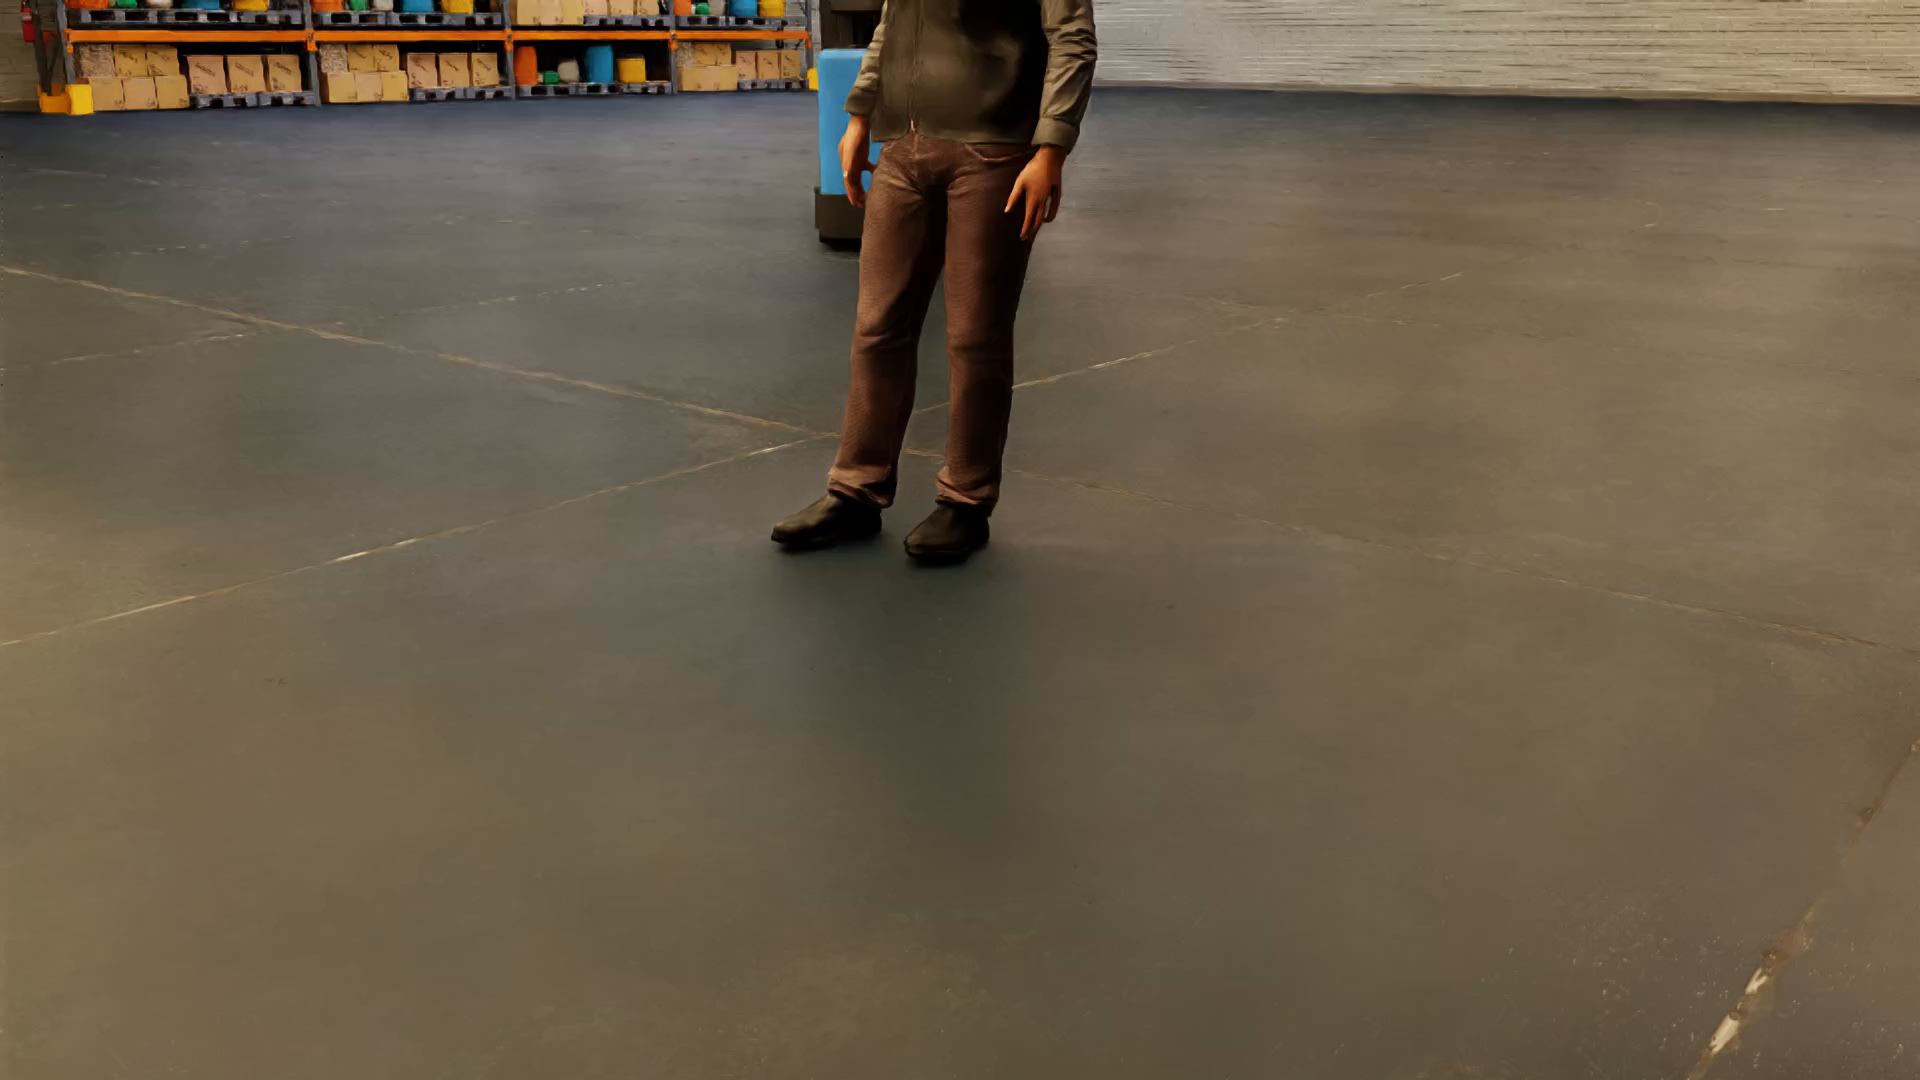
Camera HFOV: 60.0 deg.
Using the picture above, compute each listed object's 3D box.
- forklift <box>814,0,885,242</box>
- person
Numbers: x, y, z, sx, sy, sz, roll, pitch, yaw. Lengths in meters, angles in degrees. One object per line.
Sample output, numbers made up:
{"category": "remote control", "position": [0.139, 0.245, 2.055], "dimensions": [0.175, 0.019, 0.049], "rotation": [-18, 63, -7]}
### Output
{"category": "forklift", "position": [-0.311, -3.442, 10.234], "dimensions": [1.130, 2.935, 3.031], "rotation": [-1, 17, -2]}
{"category": "person", "position": [-0.046, -0.818, 3.649], "dimensions": [0.632, 1.720, 0.567], "rotation": [13, 21, 37]}
